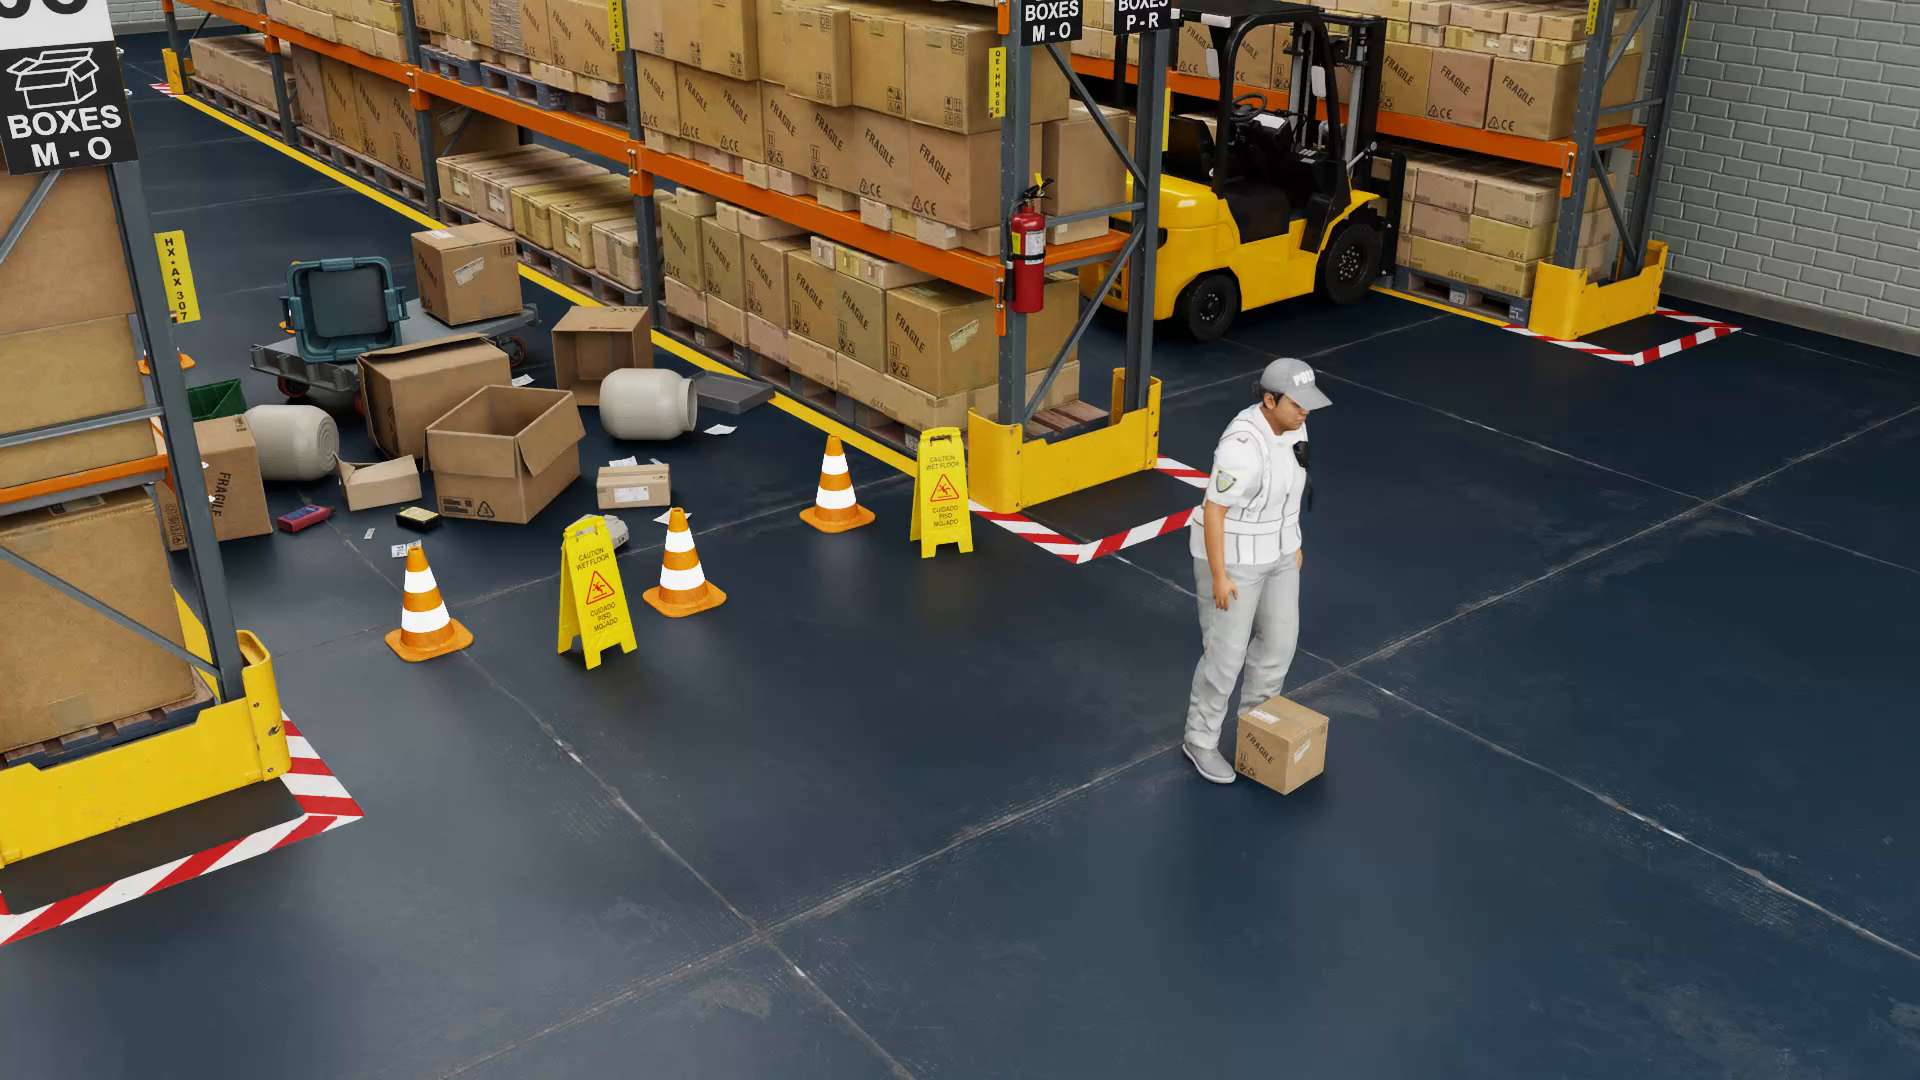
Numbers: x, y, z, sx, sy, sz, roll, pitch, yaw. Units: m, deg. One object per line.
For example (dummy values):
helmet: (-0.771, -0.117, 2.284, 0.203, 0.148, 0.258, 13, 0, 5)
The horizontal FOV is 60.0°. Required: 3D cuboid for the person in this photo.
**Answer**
person: (1.134, 0.090, 6.406, 0.563, 1.666, 0.469, -20, 32, -37)
